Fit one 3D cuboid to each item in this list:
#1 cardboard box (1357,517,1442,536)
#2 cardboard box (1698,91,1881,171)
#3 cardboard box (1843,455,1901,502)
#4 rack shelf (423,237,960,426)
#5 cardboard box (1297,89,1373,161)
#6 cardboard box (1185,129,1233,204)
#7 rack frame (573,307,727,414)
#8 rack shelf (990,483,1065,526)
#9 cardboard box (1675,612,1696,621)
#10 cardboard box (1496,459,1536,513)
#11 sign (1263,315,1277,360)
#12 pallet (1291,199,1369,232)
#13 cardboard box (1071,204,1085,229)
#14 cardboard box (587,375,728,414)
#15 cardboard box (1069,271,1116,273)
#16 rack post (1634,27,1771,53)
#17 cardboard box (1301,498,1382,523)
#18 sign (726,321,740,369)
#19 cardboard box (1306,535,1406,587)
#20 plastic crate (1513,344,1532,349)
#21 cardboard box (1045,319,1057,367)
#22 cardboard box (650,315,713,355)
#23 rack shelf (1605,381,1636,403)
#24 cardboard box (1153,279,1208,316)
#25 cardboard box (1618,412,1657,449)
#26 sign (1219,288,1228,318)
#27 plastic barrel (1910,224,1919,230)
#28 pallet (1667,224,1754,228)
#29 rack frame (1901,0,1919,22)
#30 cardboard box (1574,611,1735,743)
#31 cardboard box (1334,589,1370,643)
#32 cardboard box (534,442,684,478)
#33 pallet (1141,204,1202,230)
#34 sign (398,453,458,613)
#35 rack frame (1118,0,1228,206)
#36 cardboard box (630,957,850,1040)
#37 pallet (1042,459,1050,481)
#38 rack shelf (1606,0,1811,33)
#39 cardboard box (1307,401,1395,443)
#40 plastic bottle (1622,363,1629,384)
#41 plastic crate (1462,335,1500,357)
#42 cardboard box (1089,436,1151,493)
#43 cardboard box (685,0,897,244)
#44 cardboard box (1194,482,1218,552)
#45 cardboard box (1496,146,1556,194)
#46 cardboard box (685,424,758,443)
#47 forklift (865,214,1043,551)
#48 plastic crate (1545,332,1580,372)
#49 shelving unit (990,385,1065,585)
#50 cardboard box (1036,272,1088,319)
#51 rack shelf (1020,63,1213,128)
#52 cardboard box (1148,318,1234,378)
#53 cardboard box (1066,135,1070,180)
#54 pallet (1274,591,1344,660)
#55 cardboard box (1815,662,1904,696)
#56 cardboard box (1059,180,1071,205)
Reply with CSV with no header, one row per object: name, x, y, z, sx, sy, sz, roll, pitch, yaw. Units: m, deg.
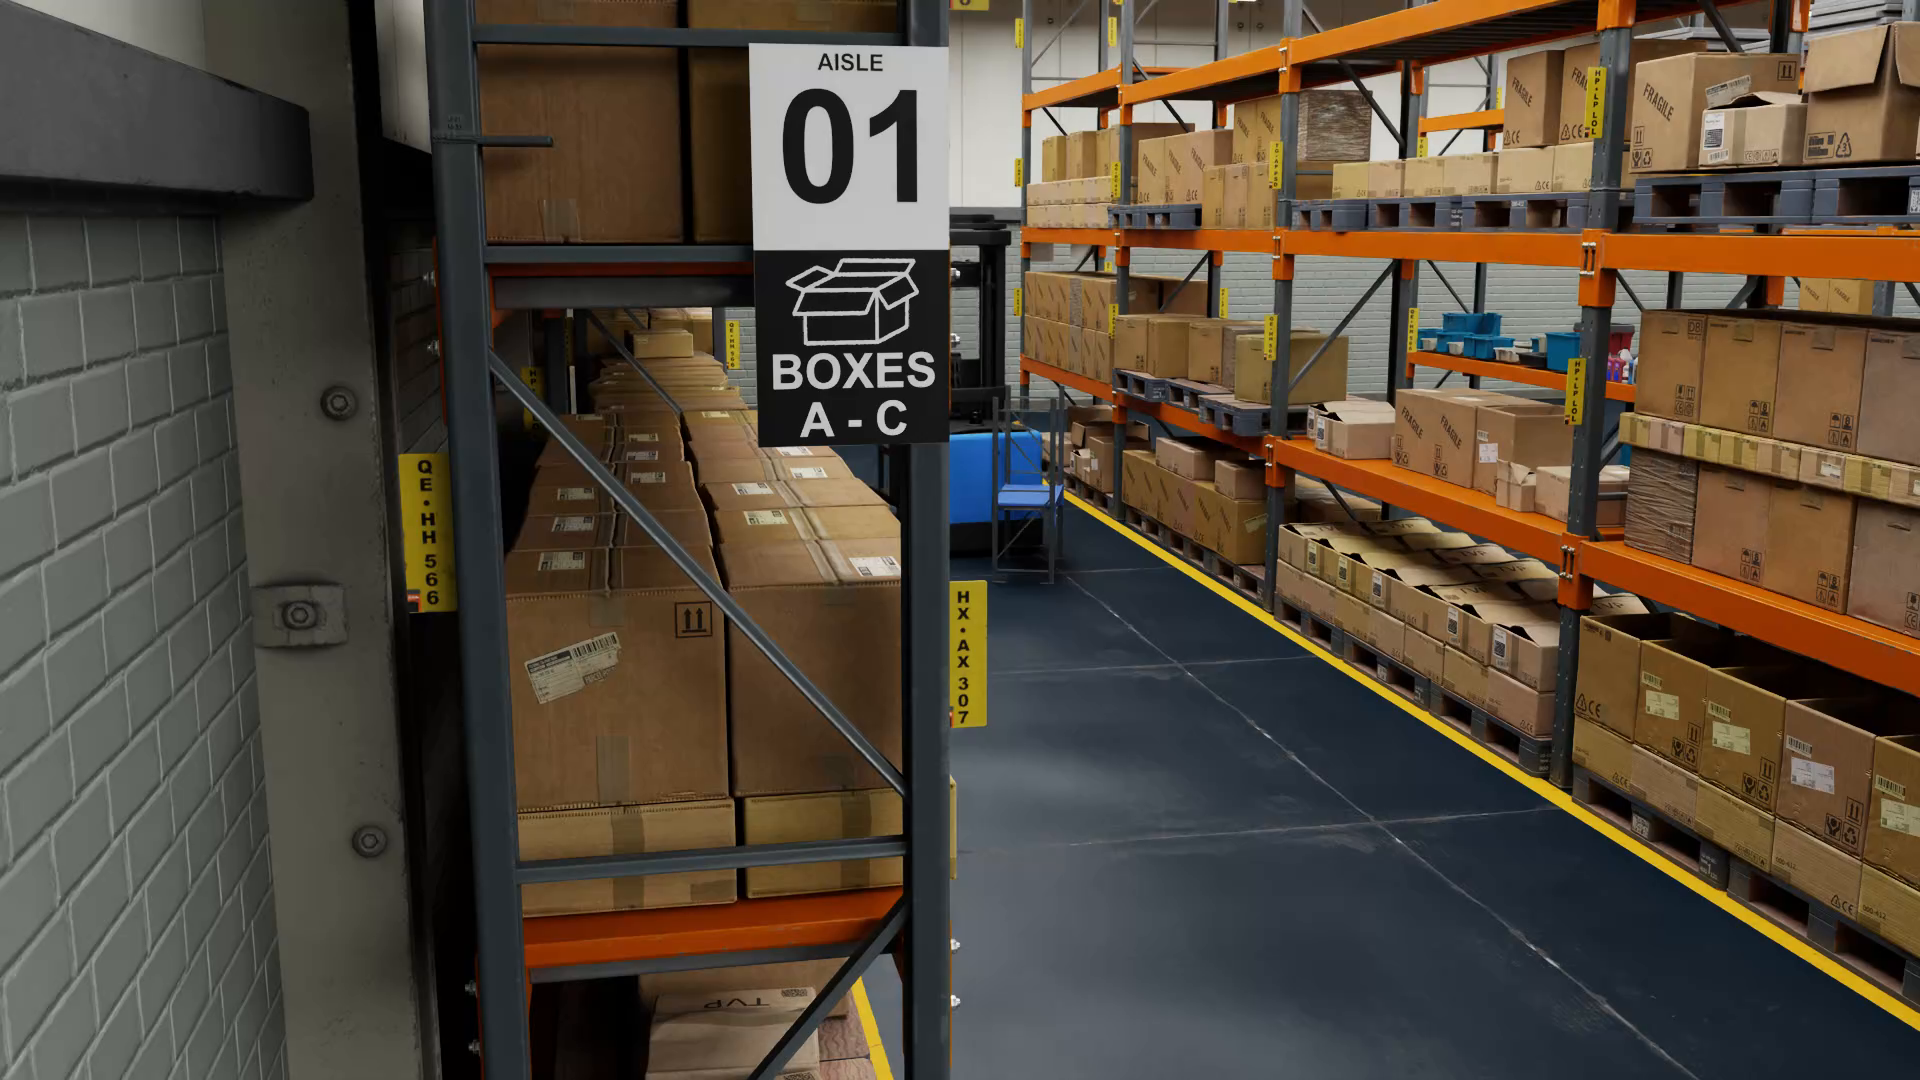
cardboard box,3.122,0.002,11.949,0.500,0.311,0.500,-2,11,-10
cardboard box,3.501,-1.724,7.006,0.500,0.311,0.500,-3,11,-14
cardboard box,3.724,-0.248,6.529,0.380,0.149,0.250,-2,11,-11
rack shelf,-0.912,-0.793,5.296,1.077,0.370,4.000,-2,11,-11
cardboard box,2.700,-3.048,12.279,0.500,0.500,0.500,-2,11,-11
cardboard box,2.289,-3.126,13.973,0.600,0.600,0.600,-3,11,-13
rack frame,-2.079,-0.773,11.291,1.000,3.000,0.127,-2,11,-11
rack shelf,0.573,-0.305,13.802,0.538,0.185,1.000,1,11,7
cardboard box,3.721,0.564,8.998,0.500,0.311,0.500,-2,11,-11
cardboard box,3.206,-0.309,9.211,0.396,0.266,0.258,-2,11,-12
sign,2.249,-1.463,12.027,0.100,0.325,0.005,-2,11,-11
pallet,2.999,-2.214,11.341,1.213,0.211,1.003,-2,11,-8
cardboard box,1.453,-3.351,17.211,0.500,0.250,0.500,-2,11,-11
cardboard box,-1.627,-0.622,9.051,0.700,0.500,0.500,-1,11,-3
cardboard box,1.579,-2.890,19.471,0.500,0.500,0.500,-2,11,-12
rack post,6.994,-4.622,15.667,0.937,0.300,0.954,-2,11,-12
cardboard box,2.971,-0.036,12.927,0.500,0.500,0.500,-2,11,-9
sign,-1.549,-1.325,11.303,0.100,0.325,0.005,-2,11,-11
cardboard box,2.703,0.118,11.341,0.500,0.311,0.500,-2,11,-12
plastic crate,6.615,-2.200,19.333,0.298,0.136,0.250,-2,11,-11
cardboard box,1.251,-2.193,18.482,0.500,0.500,0.500,-2,11,-11
cardboard box,-1.920,-1.445,11.696,0.500,0.250,0.500,-2,11,-10
rack shelf,7.250,-1.147,15.178,1.077,0.370,4.000,-2,11,-11
cardboard box,2.185,-2.325,16.500,0.500,0.500,0.500,-2,11,-10
cardboard box,3.419,-0.532,8.021,0.380,0.149,0.250,-2,11,-11
sign,2.545,-2.277,16.097,0.100,0.325,0.005,-2,11,-11
plastic barrel,7.398,-2.594,12.535,0.421,0.512,0.421,0,11,0
pallet,7.109,-3.108,16.039,1.213,0.211,1.003,-2,11,-11
rack frame,7.639,-4.081,12.623,1.000,3.000,0.127,-2,11,-11
cardboard box,3.340,0.652,8.028,0.500,0.500,0.500,-2,11,-11
cardboard box,2.799,0.484,10.914,0.500,0.250,0.500,-2,11,-13
cardboard box,-1.226,-0.064,5.905,0.500,0.500,0.500,-2,11,-9
pallet,2.264,-2.757,14.192,1.213,0.211,1.003,-2,11,-11
sign,-1.072,-0.014,3.358,0.100,0.325,0.005,-2,11,-11
rack frame,2.001,-4.635,15.535,1.000,3.000,0.127,-2,11,-11
cardboard box,-0.774,1.335,5.724,0.700,0.500,0.500,-3,11,-15
pallet,1.394,-0.891,19.369,1.003,0.211,1.213,-2,11,-11
rack shelf,3.946,-2.251,6.003,1.077,0.370,4.000,-2,11,-11
cardboard box,2.807,-0.842,11.891,0.500,0.311,0.500,-1,11,-7
plastic bottle,6.580,-1.642,16.386,0.097,0.201,0.097,0,11,0
plastic crate,6.064,-2.249,19.333,0.416,0.233,0.300,-2,11,-11
cardboard box,1.612,-0.770,16.783,0.500,0.500,0.500,-2,11,-11
cardboard box,-0.343,-0.909,3.661,0.500,0.500,0.500,-2,11,-10
cardboard box,2.267,-0.200,13.789,0.500,0.500,0.500,-3,11,-13
cardboard box,3.337,-2.041,9.205,0.500,0.250,0.500,-3,11,-17
cardboard box,-0.803,-0.178,6.502,0.500,0.500,0.500,-2,11,-11
forklift,-0.203,-1.563,15.622,1.130,2.935,3.031,-3,11,-18
plastic crate,6.435,-1.962,17.419,0.392,0.384,0.575,-2,11,-11
shelving unit,0.573,-0.482,13.769,0.538,1.500,1.048,1,11,7
cardboard box,1.160,-2.775,18.867,0.500,0.500,0.500,-2,11,-10
rack shelf,1.612,-4.647,17.529,1.077,0.370,4.000,-2,11,-11
cardboard box,2.070,-1.724,14.897,0.700,0.500,0.500,0,11,-2
cardboard box,1.556,-4.159,18.115,0.700,0.500,0.500,-2,11,-11
pallet,2.901,0.568,11.701,1.003,0.211,1.213,-2,11,-11
cardboard box,4.048,0.816,7.164,0.500,0.500,0.500,-2,11,-11
cardboard box,1.355,-3.688,17.646,0.500,0.250,0.500,-2,11,-11
